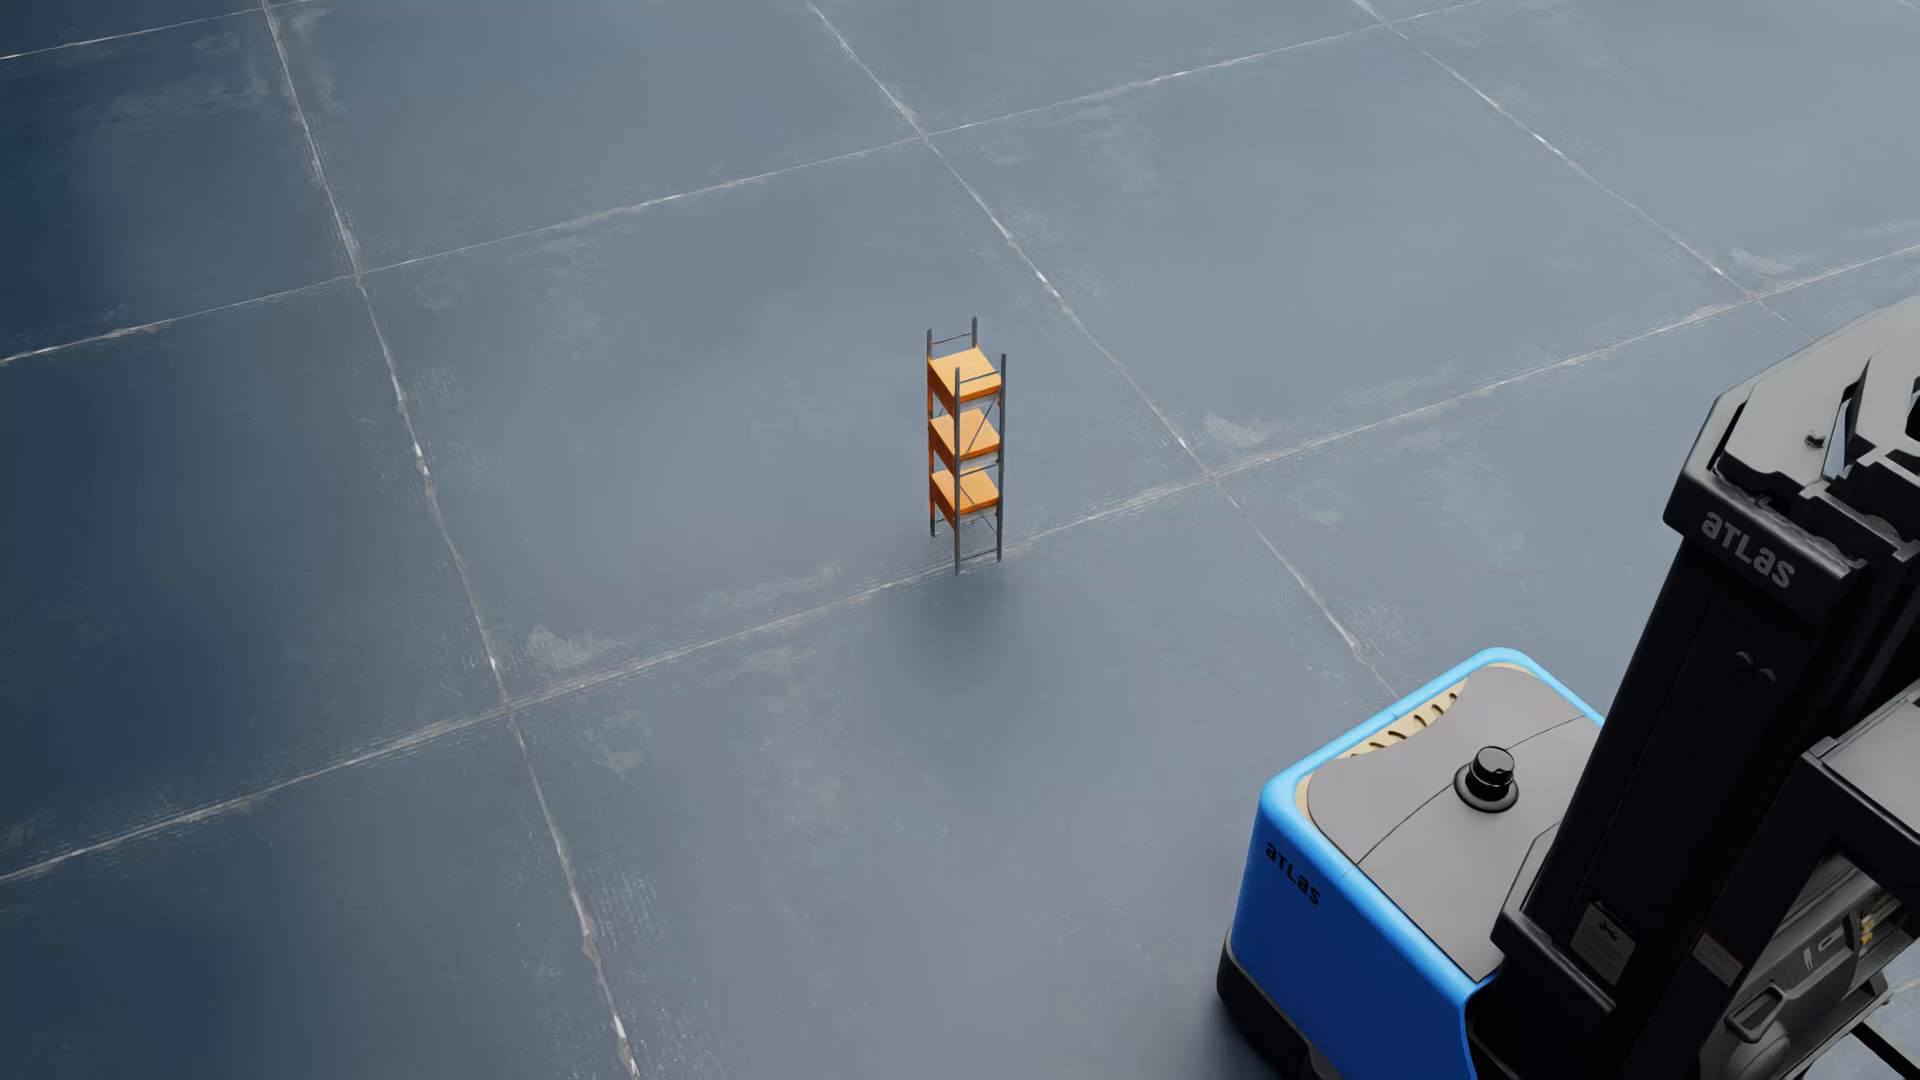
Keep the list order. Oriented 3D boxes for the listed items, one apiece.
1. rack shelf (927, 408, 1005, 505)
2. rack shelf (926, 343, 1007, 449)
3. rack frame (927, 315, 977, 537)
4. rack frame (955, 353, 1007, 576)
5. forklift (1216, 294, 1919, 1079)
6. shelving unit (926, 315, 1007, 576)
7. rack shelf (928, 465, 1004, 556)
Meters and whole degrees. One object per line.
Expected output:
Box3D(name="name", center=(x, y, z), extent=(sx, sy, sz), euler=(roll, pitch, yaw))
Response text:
Box3D(name="rack shelf", center=(0.022, -0.332, 6.354), extent=(0.215, 0.259, 0.240), euler=(-18, 47, -17))
Box3D(name="rack shelf", center=(0.022, -0.534, 6.155), extent=(0.215, 0.259, 0.240), euler=(-18, 47, -17))
Box3D(name="rack frame", center=(-0.029, -0.417, 6.425), extent=(0.200, 1.050, 0.008), euler=(-18, 47, -17))
Box3D(name="rack frame", center=(0.074, -0.262, 6.268), extent=(0.200, 1.050, 0.008), euler=(-18, 47, -17))
Box3D(name="forklift", center=(2.053, 1.060, 3.589), extent=(1.130, 2.935, 3.031), euler=(-26, 50, -24))
Box3D(name="shelving unit", center=(0.022, -0.340, 6.347), extent=(0.215, 1.050, 0.252), euler=(-18, 47, -17))
Box3D(name="rack shelf", center=(0.022, -0.134, 6.549), extent=(0.215, 0.259, 0.240), euler=(-18, 47, -17))
